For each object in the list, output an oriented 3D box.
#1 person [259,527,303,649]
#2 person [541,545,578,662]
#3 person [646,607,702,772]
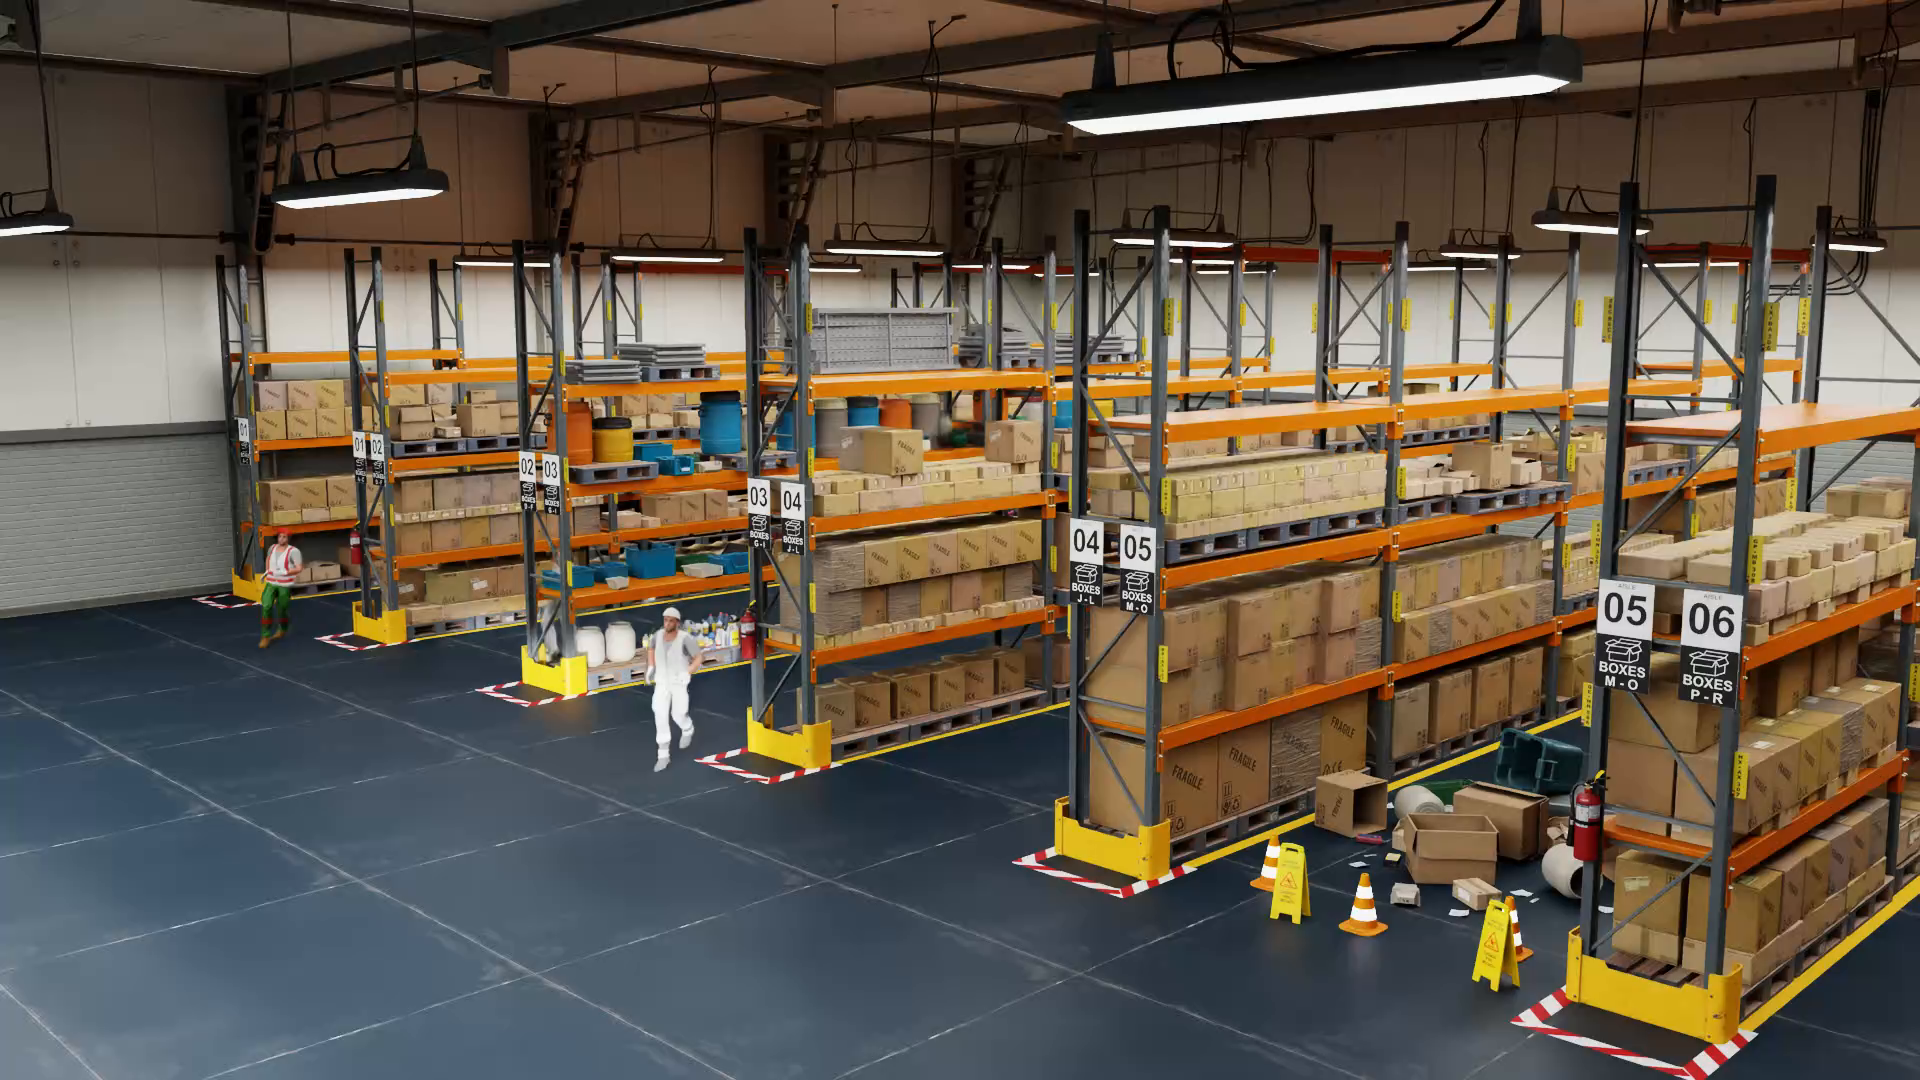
[{"bbox_3d":[-10.345,0.695,25.295,0.694,1.775,0.901,0,8,-1],"label":"person"},{"bbox_3d":[-5.804,0.926,24.197,0.545,1.729,0.723,7,11,42],"label":"person"},{"bbox_3d":[-3.240,1.636,18.830,0.680,1.794,0.934,1,8,9],"label":"person"}]
